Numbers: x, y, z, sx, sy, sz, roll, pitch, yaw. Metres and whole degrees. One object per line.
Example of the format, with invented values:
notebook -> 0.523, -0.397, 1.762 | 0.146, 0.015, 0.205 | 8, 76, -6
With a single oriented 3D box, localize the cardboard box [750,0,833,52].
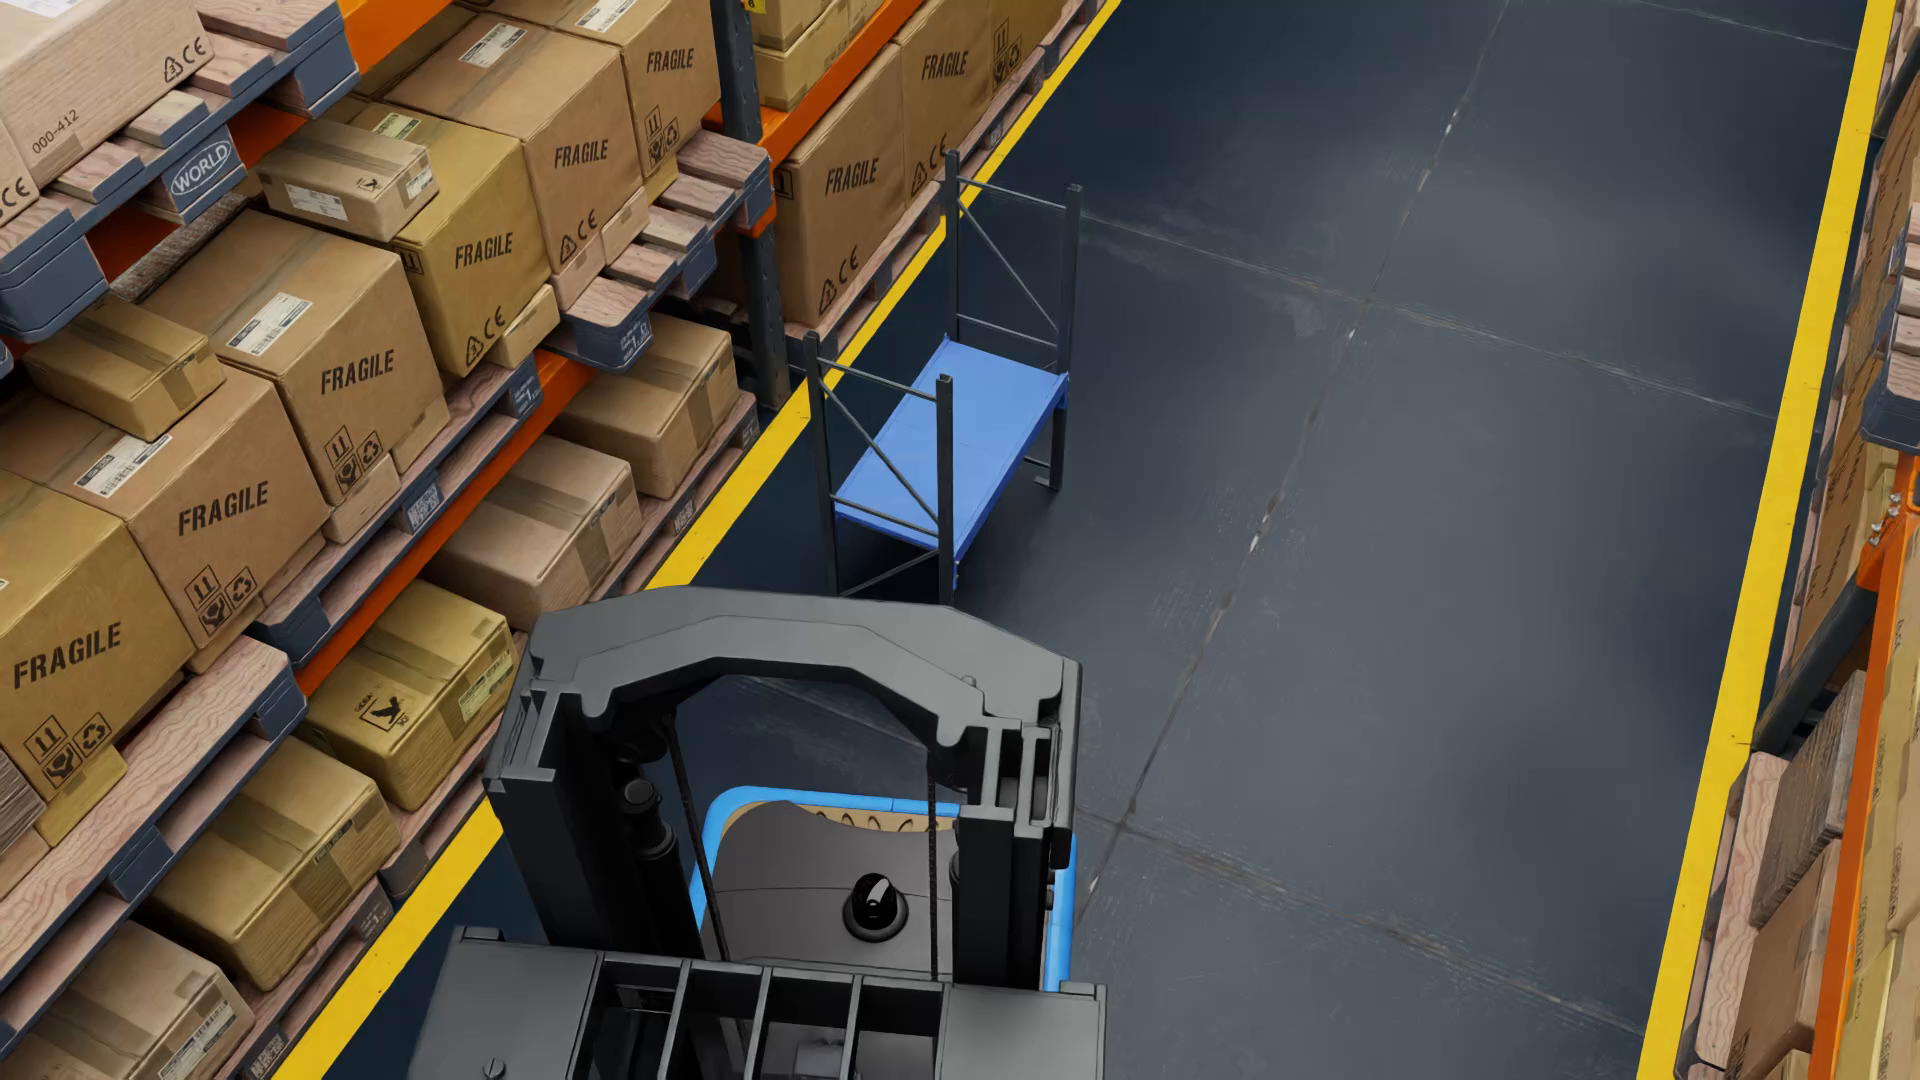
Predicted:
cardboard box -> -0.756, -2.096, 6.149 | 0.500, 0.250, 0.500 | 19, 52, 16

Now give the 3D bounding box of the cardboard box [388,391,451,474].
cardboard box -> -1.713, -0.373, 4.803 | 0.380, 0.149, 0.250 | 18, 52, 15

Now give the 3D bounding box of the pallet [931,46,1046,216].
pallet -> -0.268, -2.166, 8.269 | 1.003, 0.211, 1.213 | 20, 52, 16

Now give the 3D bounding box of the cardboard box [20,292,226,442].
cardboard box -> -2.013, -0.425, 3.994 | 0.380, 0.149, 0.250 | 23, 53, 18

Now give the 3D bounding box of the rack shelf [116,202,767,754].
rack shelf -> -2.050, -0.103, 5.156 | 1.077, 0.370, 4.000 | 20, 52, 16

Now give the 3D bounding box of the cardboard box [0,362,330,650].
cardboard box -> -2.008, -0.135, 4.174 | 0.500, 0.500, 0.500 | 20, 52, 16

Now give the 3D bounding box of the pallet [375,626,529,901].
pallet -> -2.053, 0.565, 5.946 | 1.003, 0.211, 1.213 | 20, 52, 16

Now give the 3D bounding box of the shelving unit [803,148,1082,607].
shelving unit -> -0.036, -0.427, 5.944 | 0.538, 1.500, 1.048 | 20, 52, 16

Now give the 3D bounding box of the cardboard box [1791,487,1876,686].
cardboard box -> 3.280, 0.212, 5.781 | 0.500, 0.500, 0.500 | 21, 53, 17

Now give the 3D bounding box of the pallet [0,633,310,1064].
pallet -> -2.446, 0.624, 4.191 | 1.003, 0.211, 1.213 | 20, 52, 16

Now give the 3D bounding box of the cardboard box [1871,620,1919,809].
cardboard box -> 2.664, 0.518, 4.253 | 0.500, 0.250, 0.500 | 19, 52, 15

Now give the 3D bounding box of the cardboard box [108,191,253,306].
cardboard box -> -2.255, -0.673, 4.632 | 0.500, 0.500, 0.500 | 18, 52, 15

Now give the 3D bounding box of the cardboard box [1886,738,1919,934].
cardboard box -> 2.429, 0.710, 3.761 | 0.500, 0.250, 0.500 | 19, 52, 15

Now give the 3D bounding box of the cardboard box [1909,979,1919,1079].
cardboard box -> 2.093, 1.006, 3.248 | 0.380, 0.149, 0.250 | 19, 52, 15

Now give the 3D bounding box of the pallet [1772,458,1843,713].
pallet -> 3.647, 0.301, 6.171 | 1.003, 0.211, 1.213 | 20, 52, 16

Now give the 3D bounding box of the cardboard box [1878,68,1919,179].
cardboard box -> 4.593, -1.922, 7.596 | 0.500, 0.500, 0.500 | 22, 53, 18

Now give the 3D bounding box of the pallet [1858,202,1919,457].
pallet -> 3.520, -0.529, 5.171 | 1.213, 0.211, 1.003 | 20, 52, 16

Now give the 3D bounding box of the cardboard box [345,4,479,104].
cardboard box -> -1.813, -1.383, 5.236 | 0.500, 0.500, 0.500 | 22, 53, 18

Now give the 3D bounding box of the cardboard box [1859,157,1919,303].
cardboard box -> 4.157, -1.210, 6.991 | 0.500, 0.500, 0.500 | 18, 52, 15

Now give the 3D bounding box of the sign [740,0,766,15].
sign -> -0.701, -1.893, 5.498 | 0.100, 0.325, 0.005 | 20, 52, 16

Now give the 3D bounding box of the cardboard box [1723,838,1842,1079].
cardboard box -> 2.743, 1.410, 4.680 | 0.875, 0.625, 0.625 | 21, 53, 17

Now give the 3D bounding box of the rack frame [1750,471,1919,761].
rack frame -> 3.294, -0.101, 4.682 | 1.000, 3.000, 0.127 | 20, 52, 16

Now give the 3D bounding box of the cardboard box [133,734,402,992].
cardboard box -> -2.379, 0.898, 5.281 | 0.950, 0.372, 0.625 | 23, 53, 18

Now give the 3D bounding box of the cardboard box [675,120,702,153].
cardboard box -> -1.123, -1.466, 5.732 | 0.380, 0.149, 0.250 | 22, 53, 17

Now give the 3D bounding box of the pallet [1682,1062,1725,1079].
pallet -> 2.384, 2.194, 4.560 | 1.003, 0.211, 1.213 | 20, 52, 16

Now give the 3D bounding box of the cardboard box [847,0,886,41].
cardboard box -> -0.556, -2.280, 6.634 | 0.500, 0.250, 0.500 | 18, 52, 15

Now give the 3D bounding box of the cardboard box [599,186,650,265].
cardboard box -> -1.239, -1.070, 5.395 | 0.380, 0.149, 0.250 | 19, 52, 16

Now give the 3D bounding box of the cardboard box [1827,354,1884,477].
cardboard box -> 3.725, -0.491, 6.379 | 0.500, 0.500, 0.500 | 22, 53, 18

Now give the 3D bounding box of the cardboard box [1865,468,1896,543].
cardboard box -> 3.276, -0.060, 5.586 | 0.380, 0.149, 0.250 | 17, 52, 14

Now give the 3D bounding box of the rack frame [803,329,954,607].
rack frame -> -0.254, -0.077, 5.646 | 0.500, 1.500, 0.032 | 20, 52, 16

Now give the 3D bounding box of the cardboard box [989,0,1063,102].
cardboard box -> -0.058, -2.838, 8.130 | 0.875, 0.875, 0.875 | 21, 53, 17

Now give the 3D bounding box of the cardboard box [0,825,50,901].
cardboard box -> -2.383, 0.708, 3.882 | 0.380, 0.149, 0.250 | 21, 53, 17

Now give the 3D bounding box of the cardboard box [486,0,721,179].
cardboard box -> -1.138, -1.575, 5.399 | 0.500, 0.500, 0.500 | 18, 52, 15

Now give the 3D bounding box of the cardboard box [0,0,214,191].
cardboard box -> -1.881, -0.994, 3.295 | 0.500, 0.250, 0.500 | 19, 52, 16

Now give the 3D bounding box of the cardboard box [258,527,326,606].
cardboard box -> -1.961, -0.014, 4.497 | 0.380, 0.149, 0.250 | 20, 53, 16

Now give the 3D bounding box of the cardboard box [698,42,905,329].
cardboard box -> -0.825, -1.610, 7.085 | 0.875, 0.875, 0.875 | 19, 52, 16

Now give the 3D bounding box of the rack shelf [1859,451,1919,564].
rack shelf -> 4.148, -1.245, 6.128 | 1.077, 0.370, 4.000 | 20, 52, 16

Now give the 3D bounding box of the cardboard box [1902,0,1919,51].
cardboard box -> 4.975, -2.547, 8.359 | 0.380, 0.149, 0.250 | 18, 52, 15

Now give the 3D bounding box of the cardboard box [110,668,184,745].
cardboard box -> -2.216, 0.319, 4.213 | 0.380, 0.149, 0.250 | 23, 53, 18

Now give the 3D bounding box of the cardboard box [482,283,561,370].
cardboard box -> -1.459, -0.705, 5.085 | 0.380, 0.149, 0.250 | 21, 53, 17

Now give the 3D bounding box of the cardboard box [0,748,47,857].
cardboard box -> -2.445, 0.546, 3.594 | 0.500, 0.500, 0.500 | 21, 53, 17

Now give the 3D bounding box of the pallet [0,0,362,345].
pallet -> -2.104, -0.976, 3.580 | 1.213, 0.211, 1.003 | 20, 52, 16

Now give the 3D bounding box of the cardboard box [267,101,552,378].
cardboard box -> -1.564, -0.868, 4.797 | 0.500, 0.500, 0.500 | 17, 52, 14

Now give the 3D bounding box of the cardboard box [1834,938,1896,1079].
cardboard box -> 2.227, 1.232, 3.646 | 0.500, 0.250, 0.500 | 21, 53, 17

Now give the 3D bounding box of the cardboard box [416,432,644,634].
cardboard box -> -1.754, -0.102, 6.132 | 0.950, 0.372, 0.625 | 19, 52, 15

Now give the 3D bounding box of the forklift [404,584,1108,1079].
forklift -> -0.329, 1.575, 3.301 | 1.130, 2.935, 3.031 | 4, 50, 4

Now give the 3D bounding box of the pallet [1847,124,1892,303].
pallet -> 4.689, -1.380, 7.601 | 1.003, 0.211, 1.213 | 20, 52, 16

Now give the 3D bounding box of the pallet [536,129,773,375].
pallet -> -1.404, -1.126, 5.680 | 1.213, 0.211, 1.003 | 20, 52, 16
